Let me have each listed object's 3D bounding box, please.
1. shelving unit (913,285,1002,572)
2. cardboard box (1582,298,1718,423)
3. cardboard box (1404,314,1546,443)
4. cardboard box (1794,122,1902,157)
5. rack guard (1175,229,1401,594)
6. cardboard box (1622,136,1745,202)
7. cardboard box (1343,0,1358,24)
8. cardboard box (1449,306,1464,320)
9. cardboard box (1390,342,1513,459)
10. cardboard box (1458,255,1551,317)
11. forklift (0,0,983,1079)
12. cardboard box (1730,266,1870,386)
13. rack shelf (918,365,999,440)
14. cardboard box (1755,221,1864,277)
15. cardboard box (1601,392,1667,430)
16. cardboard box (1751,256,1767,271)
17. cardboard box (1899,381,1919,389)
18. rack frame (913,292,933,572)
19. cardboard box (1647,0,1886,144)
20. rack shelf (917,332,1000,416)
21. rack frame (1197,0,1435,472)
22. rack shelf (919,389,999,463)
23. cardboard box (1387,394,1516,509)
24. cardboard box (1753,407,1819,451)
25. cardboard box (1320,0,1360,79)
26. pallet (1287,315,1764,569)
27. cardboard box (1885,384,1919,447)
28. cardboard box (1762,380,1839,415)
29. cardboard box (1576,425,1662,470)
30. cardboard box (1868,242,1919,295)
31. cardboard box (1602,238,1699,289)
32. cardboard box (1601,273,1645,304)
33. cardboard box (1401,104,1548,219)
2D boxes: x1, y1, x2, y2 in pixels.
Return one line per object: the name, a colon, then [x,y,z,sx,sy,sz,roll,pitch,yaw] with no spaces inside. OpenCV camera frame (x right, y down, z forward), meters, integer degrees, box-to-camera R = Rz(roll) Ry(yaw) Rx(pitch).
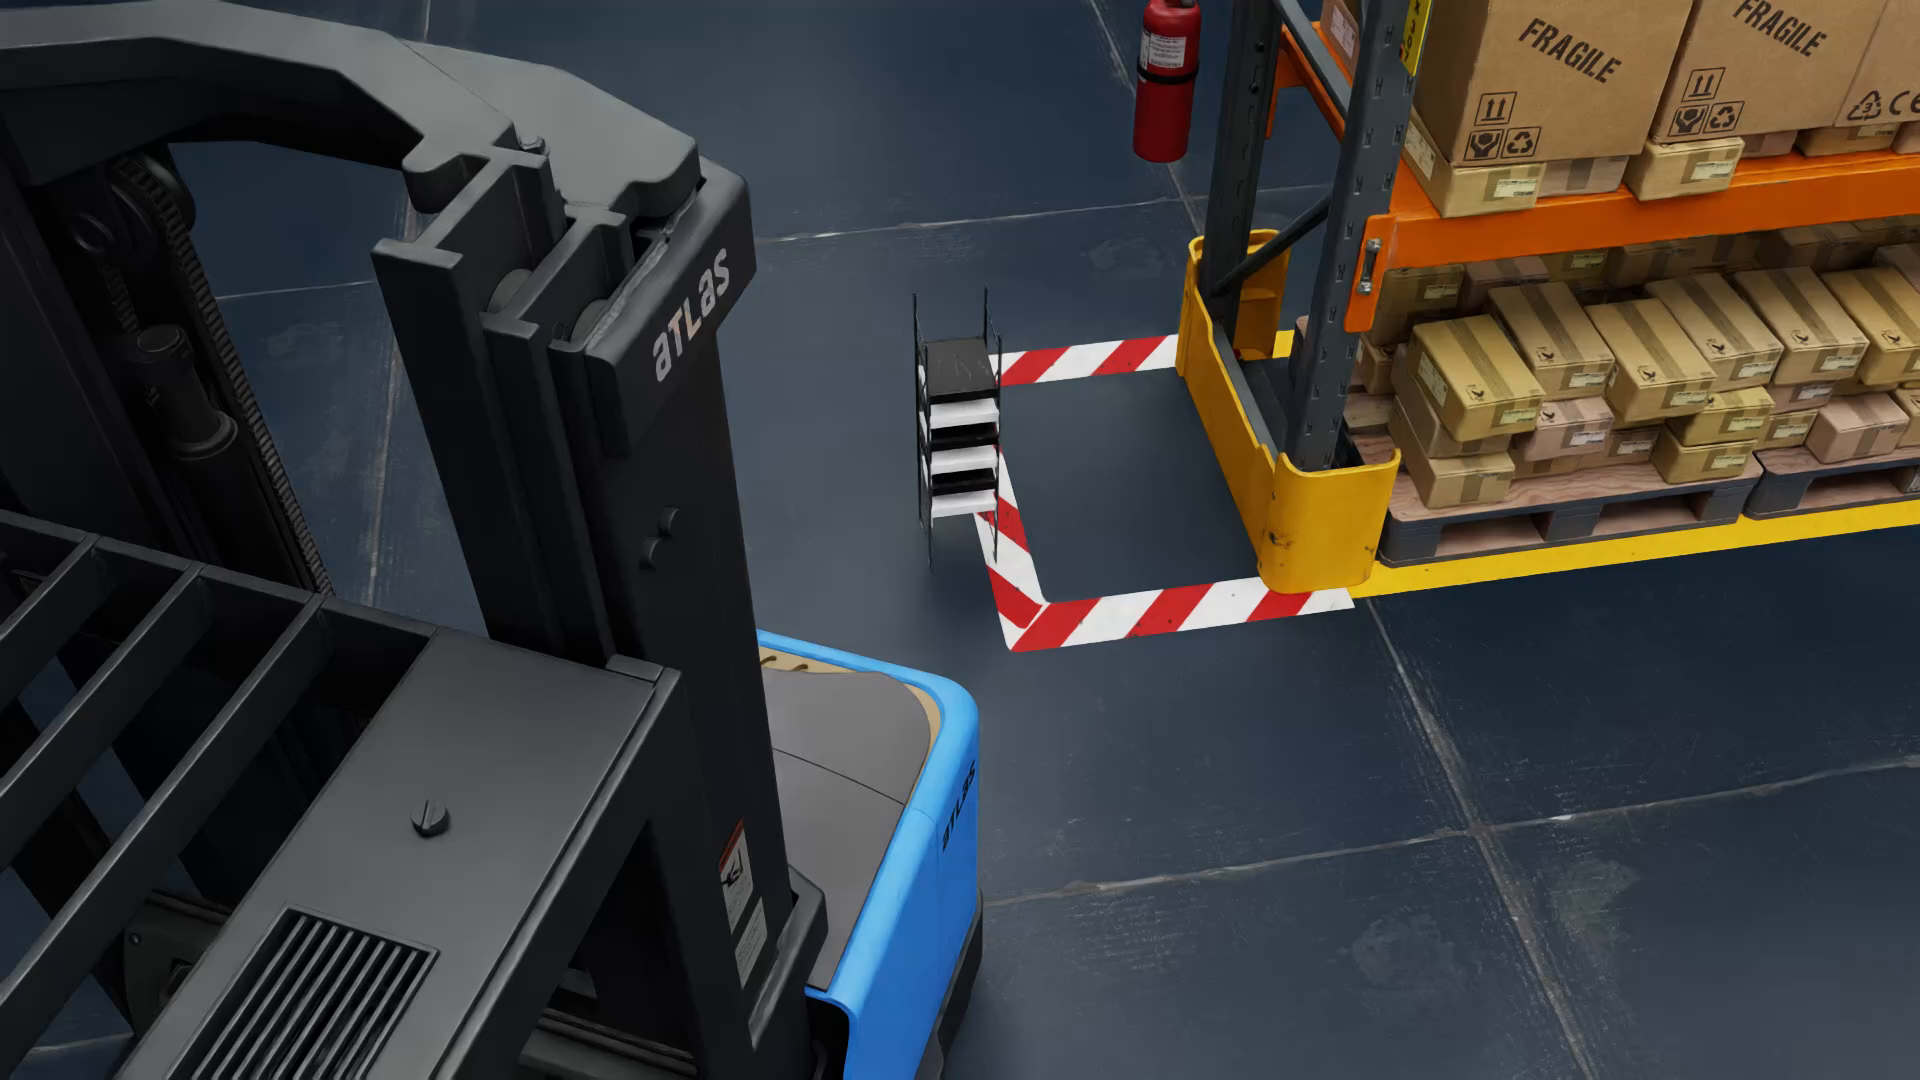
shelving unit: [-0.008,-0.311,4.925,0.210,0.900,0.258,-7,46,-7]
cardboard box: [2.035,-0.540,4.962,0.250,0.149,0.380,-7,47,-7]
cardboard box: [1.514,-0.480,4.905,0.250,0.149,0.380,-9,47,-9]
cardboard box: [2.336,-1.215,4.512,0.250,0.149,0.380,-8,47,-7]
rack guard: [1.014,-0.436,5.323,0.348,0.500,1.175,-7,46,-7]
cardboard box: [1.832,-1.070,4.372,0.250,0.149,0.380,-8,47,-8]
cardboard box: [1.338,-1.670,4.500,0.500,0.500,0.500,-6,46,-6]
cardboard box: [1.678,-0.815,5.434,0.250,0.149,0.380,-8,47,-8]
cardboard box: [1.499,-0.436,5.069,0.250,0.149,0.380,-5,46,-5]
cardboard box: [1.675,-0.892,5.301,0.250,0.149,0.380,-6,46,-6]
forklift: [-0.888,0.932,2.317,1.130,2.935,3.031,13,48,12]
cardboard box: [2.540,-0.656,5.074,0.250,0.149,0.380,-5,46,-5]
rack shelf: [-0.008,-0.413,4.819,0.200,0.077,0.258,-7,46,-7]
cardboard box: [2.709,-1.027,5.431,0.250,0.149,0.380,-9,47,-8]
cardboard box: [2.005,-0.523,5.152,0.250,0.149,0.380,-7,46,-6]
cardboard box: [2.686,-0.977,5.590,0.250,0.149,0.380,-5,46,-5]
cardboard box: [3.050,-0.666,5.290,0.250,0.149,0.380,-5,46,-5]
rack frame: [-0.108,-0.299,4.913,0.006,0.900,0.240,-7,46,-7]
cardboard box: [1.952,-1.375,4.216,0.500,0.500,0.500,-7,46,-7]
rack shelf: [-0.008,-0.475,4.754,0.200,0.077,0.258,-7,46,-7]
rack frame: [0.939,-1.294,4.414,0.127,3.000,1.000,-7,46,-7]
rack shelf: [-0.008,-0.351,4.884,0.200,0.077,0.258,-7,46,-7]
cardboard box: [1.510,-0.288,5.132,0.250,0.149,0.380,-6,46,-6]
cardboard box: [2.503,-0.466,5.304,0.250,0.149,0.380,-7,46,-7]
cardboard box: [1.213,-1.448,4.736,0.250,0.149,0.380,-7,46,-7]
pallet: [1.821,-0.411,5.499,1.213,0.211,1.003,-7,46,-7]
cardboard box: [3.032,-0.487,5.325,0.250,0.149,0.380,-7,46,-7]
cardboard box: [2.522,-0.577,5.204,0.250,0.149,0.380,-9,47,-9]
cardboard box: [1.998,-0.413,5.254,0.250,0.149,0.380,-7,46,-6]
cardboard box: [3.038,-0.755,5.169,0.250,0.149,0.380,-7,46,-7]
cardboard box: [2.175,-1.001,5.406,0.250,0.149,0.380,-9,47,-8]
cardboard box: [2.205,-0.846,5.464,0.250,0.149,0.380,-8,47,-7]
cardboard box: [1.315,-1.014,4.319,0.250,0.149,0.380,-7,47,-7]
